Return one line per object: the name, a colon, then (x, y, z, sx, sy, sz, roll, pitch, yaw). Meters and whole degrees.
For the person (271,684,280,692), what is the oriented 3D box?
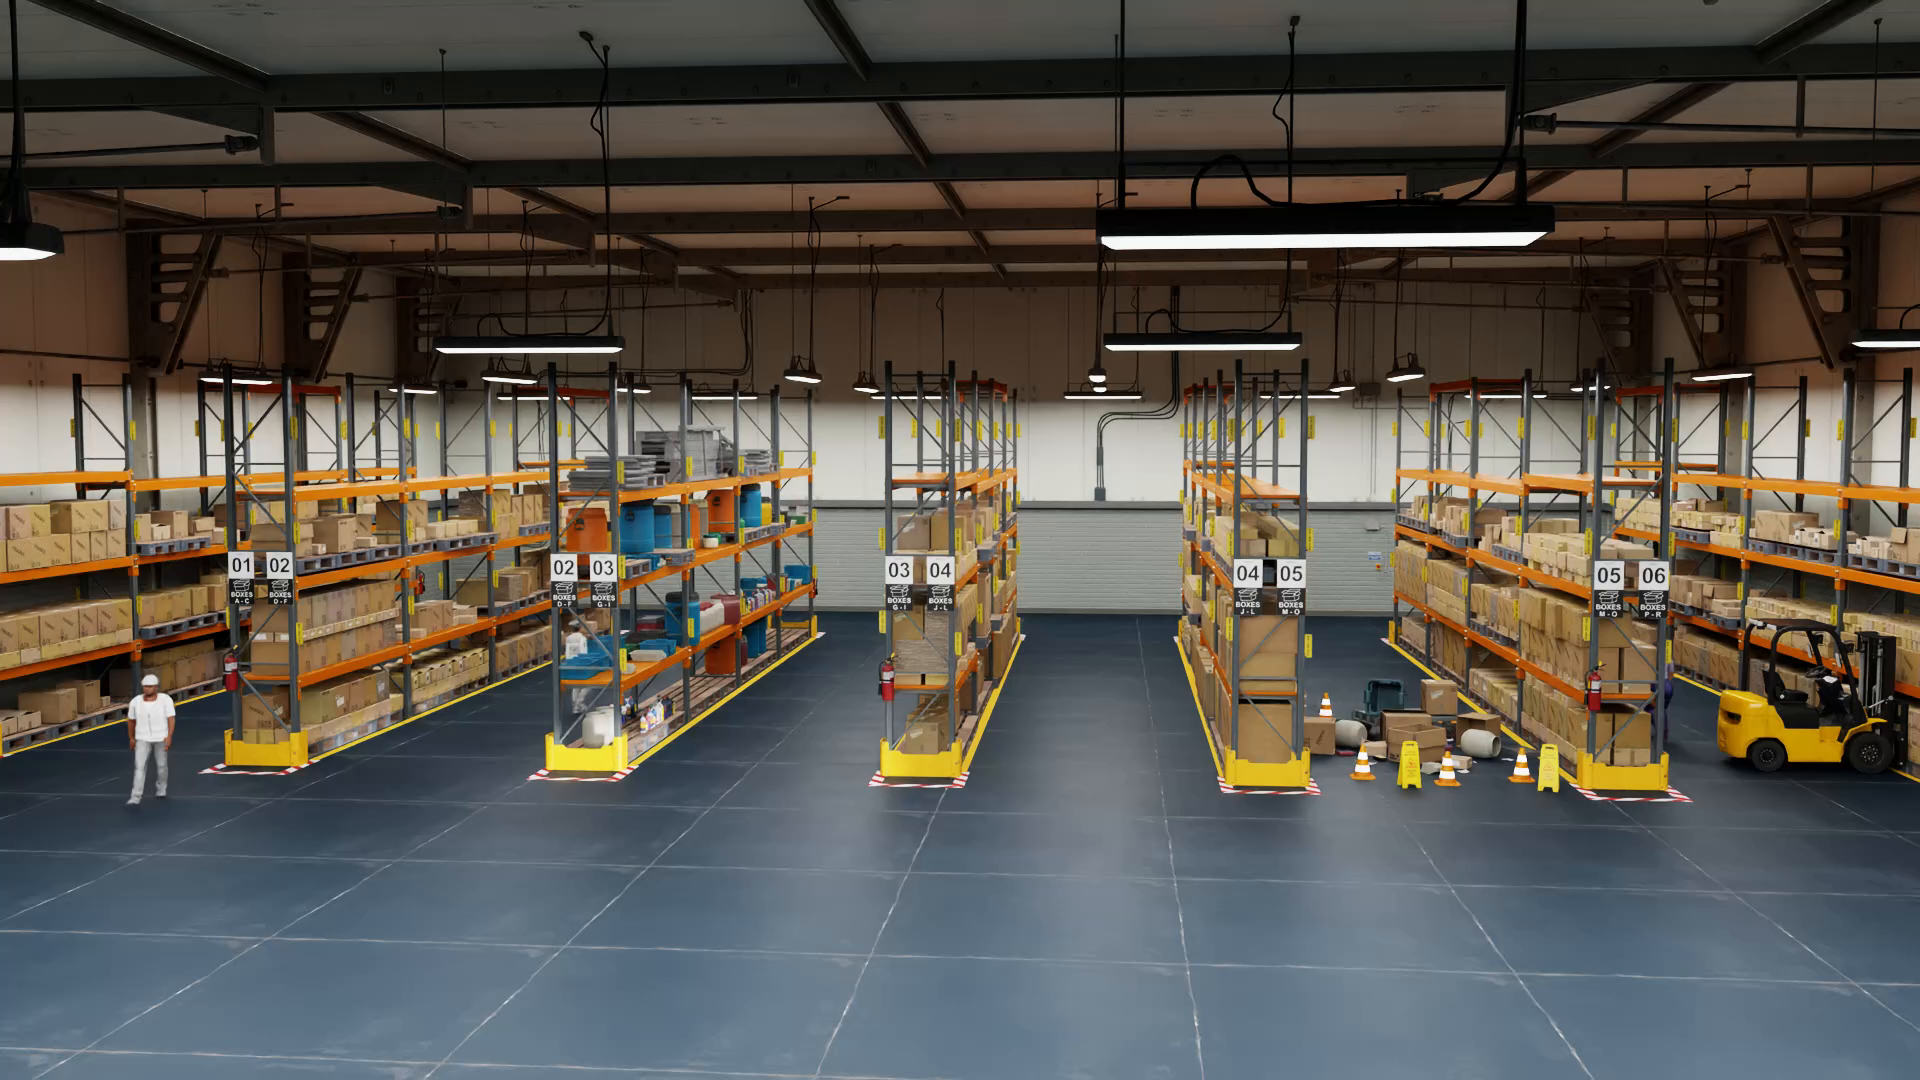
person: (-12.928, 2.043, 31.972, 0.658, 1.655, 1.088, 0, 4, -4)

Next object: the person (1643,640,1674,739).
person: (11.354, 2.438, 26.951, 0.555, 1.600, 0.646, -1, 4, -9)

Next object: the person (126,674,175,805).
person: (-10.819, 2.655, 22.244, 0.591, 1.703, 1.066, -2, 4, -22)

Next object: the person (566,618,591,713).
person: (-6.757, 2.224, 29.355, 0.532, 1.661, 0.512, 1, 4, 15)
